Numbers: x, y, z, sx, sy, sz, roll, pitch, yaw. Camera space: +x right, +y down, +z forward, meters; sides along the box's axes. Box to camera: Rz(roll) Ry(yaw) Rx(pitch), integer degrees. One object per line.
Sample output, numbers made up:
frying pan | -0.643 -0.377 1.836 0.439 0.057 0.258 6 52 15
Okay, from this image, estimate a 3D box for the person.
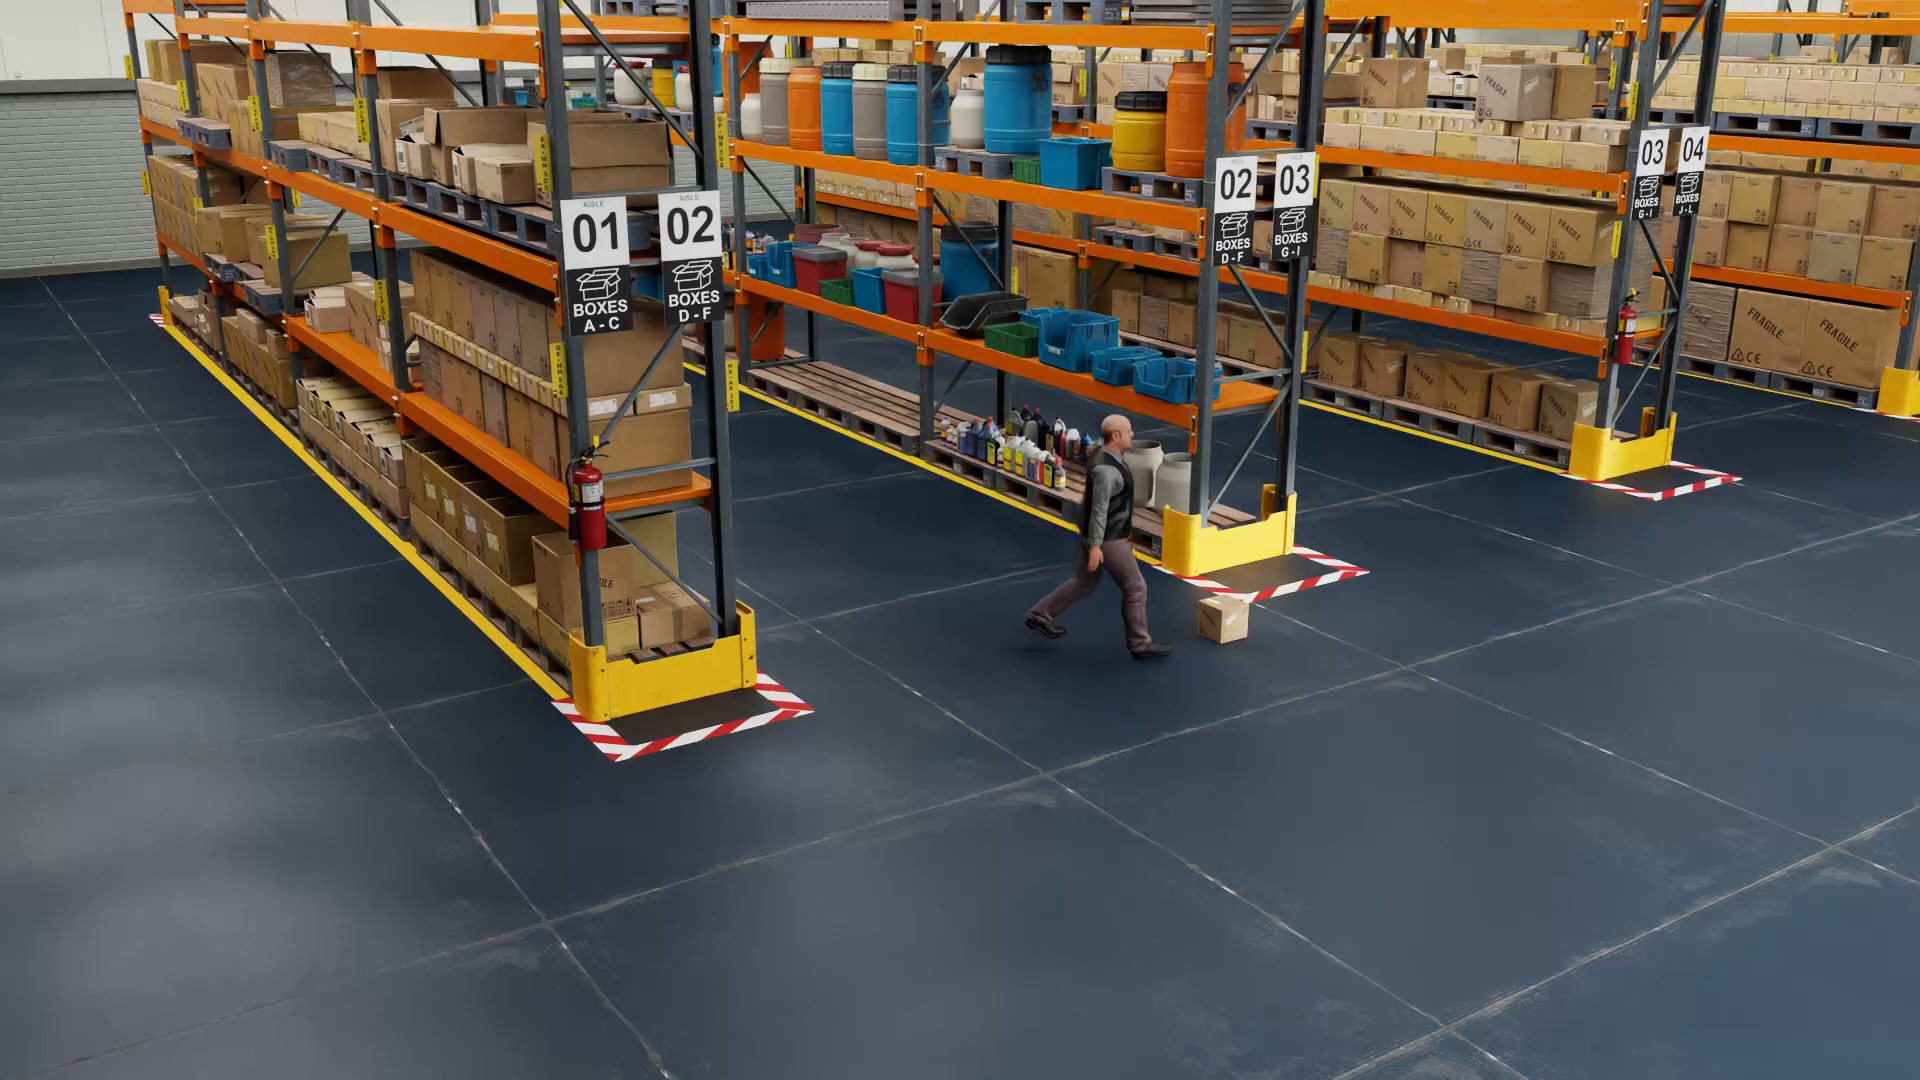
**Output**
person | 0.958 -0.026 11.202 1.018 1.684 0.555 0 18 0
